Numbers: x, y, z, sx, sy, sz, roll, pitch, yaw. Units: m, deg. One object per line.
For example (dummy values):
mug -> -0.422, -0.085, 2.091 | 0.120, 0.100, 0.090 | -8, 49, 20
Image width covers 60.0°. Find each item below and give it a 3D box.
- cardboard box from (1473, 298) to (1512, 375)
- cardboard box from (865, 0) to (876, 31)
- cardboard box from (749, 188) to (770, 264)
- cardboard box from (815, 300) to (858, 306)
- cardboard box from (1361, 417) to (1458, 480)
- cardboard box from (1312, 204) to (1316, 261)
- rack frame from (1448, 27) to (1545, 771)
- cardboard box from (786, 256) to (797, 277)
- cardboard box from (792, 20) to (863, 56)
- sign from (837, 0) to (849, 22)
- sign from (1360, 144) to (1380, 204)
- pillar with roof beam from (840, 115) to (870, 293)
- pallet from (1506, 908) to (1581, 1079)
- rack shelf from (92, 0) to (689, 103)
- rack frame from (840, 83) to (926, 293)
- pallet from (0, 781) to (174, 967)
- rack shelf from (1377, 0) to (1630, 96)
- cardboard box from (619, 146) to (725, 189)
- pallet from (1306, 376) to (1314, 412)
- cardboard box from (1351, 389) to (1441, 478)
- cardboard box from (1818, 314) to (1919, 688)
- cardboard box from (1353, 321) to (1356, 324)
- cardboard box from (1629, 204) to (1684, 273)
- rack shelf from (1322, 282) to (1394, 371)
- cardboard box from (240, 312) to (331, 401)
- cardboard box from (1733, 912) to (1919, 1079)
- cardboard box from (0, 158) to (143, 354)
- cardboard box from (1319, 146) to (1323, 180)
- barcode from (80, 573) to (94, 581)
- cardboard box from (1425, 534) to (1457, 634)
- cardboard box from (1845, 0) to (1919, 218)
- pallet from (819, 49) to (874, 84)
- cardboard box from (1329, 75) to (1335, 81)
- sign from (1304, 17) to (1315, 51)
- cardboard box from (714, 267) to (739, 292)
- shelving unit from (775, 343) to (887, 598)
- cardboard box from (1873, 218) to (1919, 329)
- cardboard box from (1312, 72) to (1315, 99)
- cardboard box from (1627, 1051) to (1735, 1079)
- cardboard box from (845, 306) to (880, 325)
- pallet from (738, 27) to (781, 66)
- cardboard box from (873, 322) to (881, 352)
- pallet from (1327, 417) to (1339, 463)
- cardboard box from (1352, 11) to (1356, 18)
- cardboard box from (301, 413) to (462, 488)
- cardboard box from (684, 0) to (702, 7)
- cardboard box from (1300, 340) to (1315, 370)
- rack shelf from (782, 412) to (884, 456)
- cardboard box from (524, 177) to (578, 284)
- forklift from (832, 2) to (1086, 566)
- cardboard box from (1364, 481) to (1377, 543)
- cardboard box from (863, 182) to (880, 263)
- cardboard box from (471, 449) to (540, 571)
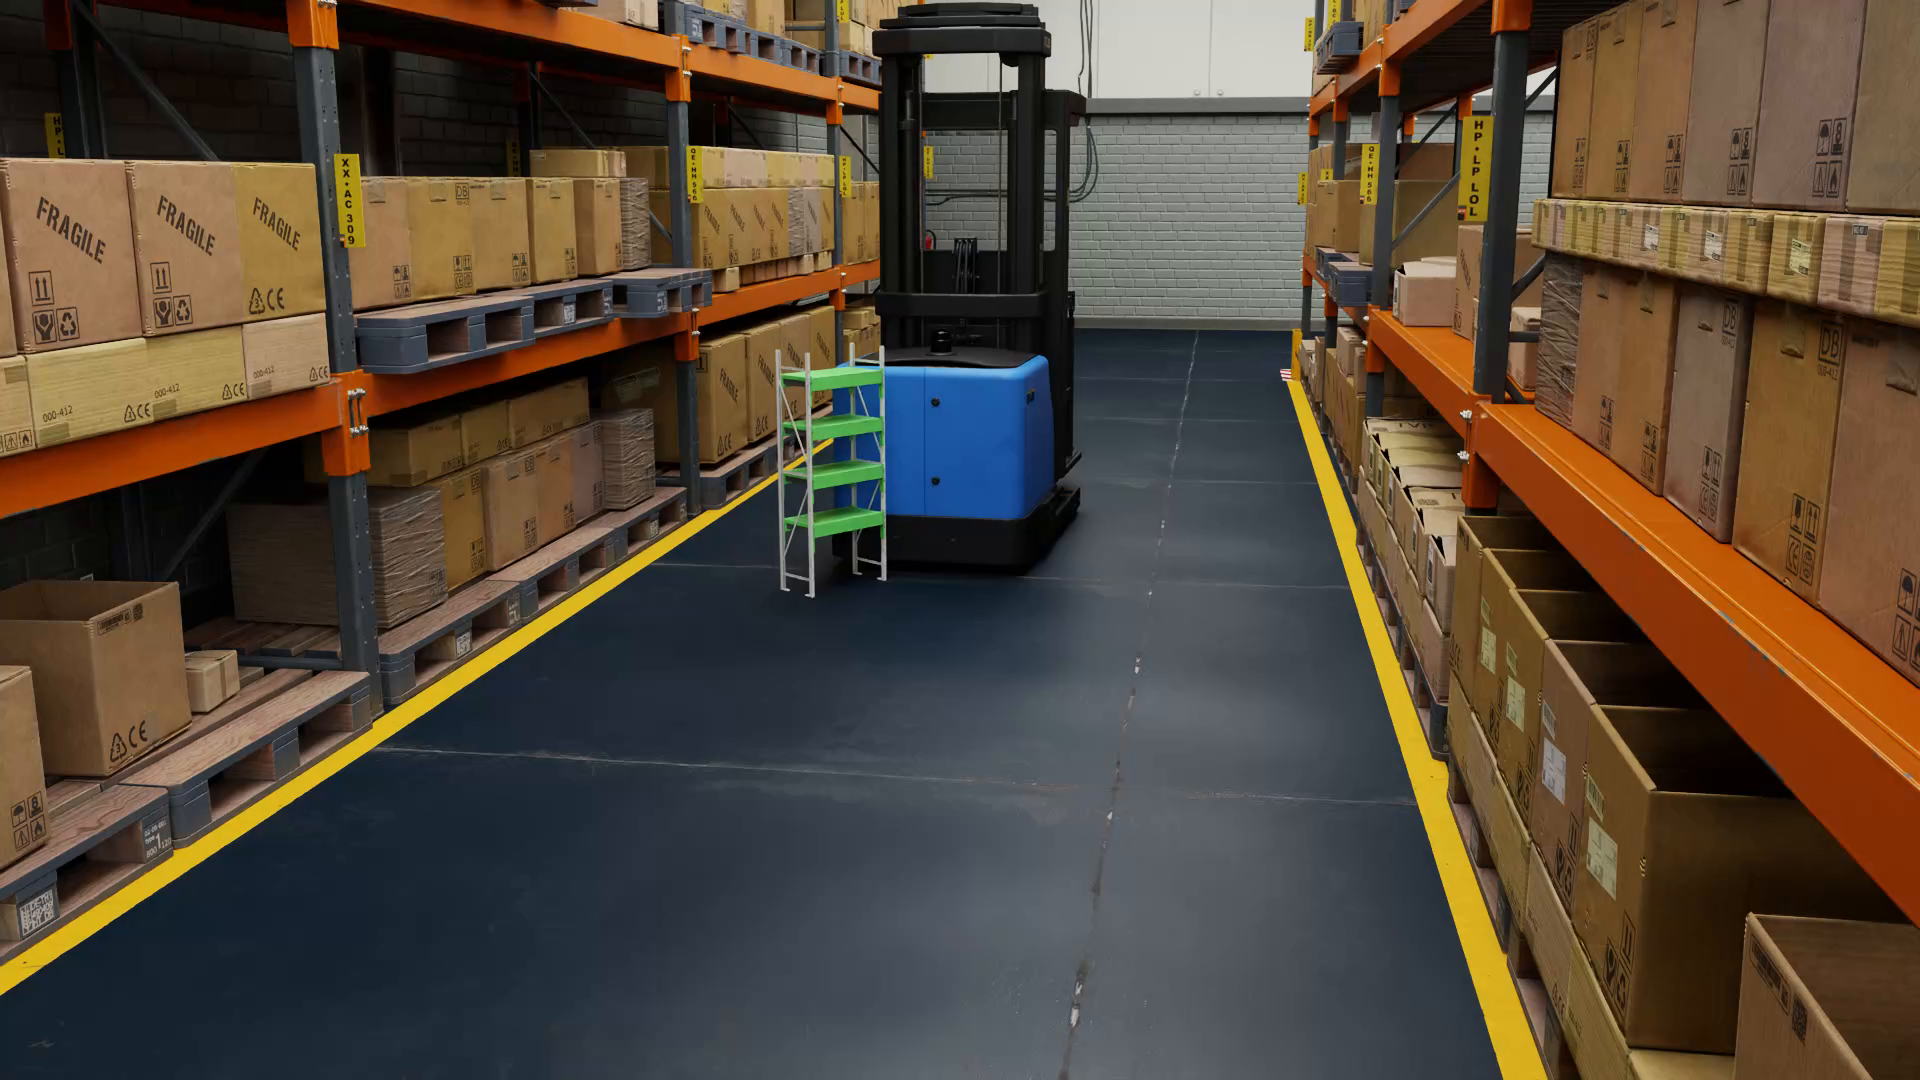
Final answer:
cardboard box -> 2.137, -0.763, 6.231 | 0.396, 0.266, 0.258 | 2, 12, 7
cardboard box -> -1.022, -4.725, 14.518 | 0.500, 0.500, 0.500 | 2, 12, 7
cardboard box -> -1.602, -2.140, 11.315 | 0.500, 0.500, 0.500 | 2, 12, 8
cardboard box -> -1.208, -2.270, 16.305 | 0.380, 0.149, 0.250 | 2, 12, 9
cardboard box -> 2.428, -0.508, 8.928 | 0.500, 0.311, 0.500 | 2, 12, 11
cardboard box -> 3.467, -2.786, 15.065 | 0.500, 0.500, 0.500 | 2, 12, 9
rack frame -> 2.183, -0.639, 5.339 | 1.000, 3.000, 0.127 | 2, 12, 9
cardboard box -> -1.439, -2.060, 12.482 | 0.380, 0.149, 0.250 | 2, 12, 9
cardboard box -> -1.115, -4.247, 14.081 | 0.500, 0.250, 0.500 | 2, 12, 8
sign -> -0.944, -4.322, 13.332 | 0.100, 0.325, 0.005 | 2, 12, 9
sign -> 2.261, -2.015, 9.162 | 0.100, 0.325, 0.005 | 2, 12, 9
pillar with roof beam -> 2.948, -6.680, 19.131 | 9.100, 9.000, 0.400 | 2, 12, 9
pallet -> 1.834, 1.143, 3.690 | 1.003, 0.211, 1.213 | 2, 12, 9
rack shelf -> -2.404, -2.330, 7.772 | 1.077, 0.370, 4.000 | 2, 12, 9
rack frame -> -0.866, -3.297, 17.672 | 1.000, 3.000, 0.127 | 2, 12, 9
pallet -> -2.966, 0.960, 4.539 | 1.003, 0.211, 1.213 | 2, 12, 9
rack shelf -> 2.491, -2.170, 7.031 | 1.077, 0.370, 4.000 | 2, 12, 9
cardboard box -> -1.768, -2.294, 10.249 | 0.500, 0.250, 0.500 | 2, 12, 10
pallet -> 3.706, -1.339, 15.206 | 1.003, 0.211, 1.213 | 2, 12, 9
cardboard box -> 2.710, -0.667, 10.359 | 0.500, 0.500, 0.500 | 2, 12, 11
cardboard box -> 1.729, -0.062, 2.422 | 0.700, 0.500, 0.500 | 2, 12, 10
cardboard box -> 4.189, -2.009, 16.585 | 0.500, 0.500, 0.500 | 2, 12, 9
cardboard box -> 1.756, -0.687, 3.785 | 0.380, 0.149, 0.250 | 2, 12, 7
rack shelf -> 3.106, -1.537, 11.211 | 1.077, 0.370, 4.000 | 2, 12, 9
cardboard box -> -2.485, -0.627, 5.591 | 0.500, 0.250, 0.500 | 2, 12, 9
cardboard box -> 1.357, 0.844, 2.205 | 0.500, 0.500, 0.500 | 2, 12, 9
cardboard box -> -2.638, -0.785, 4.544 | 0.500, 0.500, 0.500 | 2, 12, 7
cardboard box -> 3.389, -3.168, 14.460 | 0.500, 0.500, 0.500 | 2, 12, 9
barcode -> -3.032, 0.156, 5.778 | 0.001, 0.075, 0.075 | 2, 12, 9
cardboard box -> 1.962, 0.132, 5.960 | 0.500, 0.311, 0.500 | 2, 12, 9
cardboard box -> 1.736, -0.707, 2.338 | 0.700, 0.500, 0.500 | 2, 12, 7
pallet -> -1.345, -4.057, 14.290 | 1.003, 0.211, 1.213 | 2, 12, 9
cardboard box -> 3.226, -3.807, 13.276 | 0.500, 0.250, 0.500 | 2, 12, 9
sign -> 3.493, -5.048, 16.604 | 0.100, 0.325, 0.005 | 2, 12, 9
cardboard box -> -1.645, -1.684, 10.738 | 0.380, 0.149, 0.250 | 2, 12, 10
shelving unit -> -0.638, -0.358, 8.309 | 0.258, 1.200, 0.503 | 11, 17, 43
cardboard box -> 1.517, -0.366, 2.295 | 0.380, 0.149, 0.250 | 2, 12, 8
cardboard box -> 3.699, -4.432, 16.172 | 0.500, 0.250, 0.500 | 2, 12, 9
cardboard box -> 1.424, 1.107, 2.768 | 0.500, 0.250, 0.500 | 2, 12, 9
cardboard box -> -0.952, -2.091, 15.473 | 0.380, 0.149, 0.250 | 2, 12, 7
pallet -> -1.881, -3.374, 11.359 | 1.003, 0.211, 1.213 | 2, 12, 11
cardboard box -> -1.104, -1.811, 15.714 | 0.700, 0.500, 0.500 | 2, 12, 10
pallet -> 3.326, -0.771, 12.569 | 1.003, 0.211, 1.213 | 2, 12, 9
cardboard box -> 3.220, -4.052, 13.225 | 0.500, 0.250, 0.500 | 2, 12, 9
cardboard box -> -2.551, -0.404, 7.358 | 0.500, 0.250, 0.500 | 2, 12, 7
cardboard box -> -2.049, -3.577, 10.568 | 0.700, 0.500, 0.500 | 1, 12, 6
cardboard box -> 3.588, -1.800, 16.208 | 0.500, 0.250, 0.500 | 2, 12, 9
rack shelf -> -0.638, -0.531, 8.272 | 0.258, 0.148, 0.480 | 11, 17, 43
cardboard box -> -2.329, -1.537, 8.225 | 0.700, 0.500, 0.500 | 2, 12, 9
forklift -> 0.130, -1.562, 9.785 | 1.130, 2.935, 3.031 | 3, 12, 12
cardboard box -> 2.351, -0.129, 8.501 | 0.500, 0.250, 0.500 | 2, 12, 7
cardboard box -> -1.264, -2.875, 15.002 | 0.980, 0.700, 0.700 | 2, 12, 7
cardboard box -> -2.467, -0.160, 8.005 | 0.700, 0.500, 0.500 | 2, 12, 9
